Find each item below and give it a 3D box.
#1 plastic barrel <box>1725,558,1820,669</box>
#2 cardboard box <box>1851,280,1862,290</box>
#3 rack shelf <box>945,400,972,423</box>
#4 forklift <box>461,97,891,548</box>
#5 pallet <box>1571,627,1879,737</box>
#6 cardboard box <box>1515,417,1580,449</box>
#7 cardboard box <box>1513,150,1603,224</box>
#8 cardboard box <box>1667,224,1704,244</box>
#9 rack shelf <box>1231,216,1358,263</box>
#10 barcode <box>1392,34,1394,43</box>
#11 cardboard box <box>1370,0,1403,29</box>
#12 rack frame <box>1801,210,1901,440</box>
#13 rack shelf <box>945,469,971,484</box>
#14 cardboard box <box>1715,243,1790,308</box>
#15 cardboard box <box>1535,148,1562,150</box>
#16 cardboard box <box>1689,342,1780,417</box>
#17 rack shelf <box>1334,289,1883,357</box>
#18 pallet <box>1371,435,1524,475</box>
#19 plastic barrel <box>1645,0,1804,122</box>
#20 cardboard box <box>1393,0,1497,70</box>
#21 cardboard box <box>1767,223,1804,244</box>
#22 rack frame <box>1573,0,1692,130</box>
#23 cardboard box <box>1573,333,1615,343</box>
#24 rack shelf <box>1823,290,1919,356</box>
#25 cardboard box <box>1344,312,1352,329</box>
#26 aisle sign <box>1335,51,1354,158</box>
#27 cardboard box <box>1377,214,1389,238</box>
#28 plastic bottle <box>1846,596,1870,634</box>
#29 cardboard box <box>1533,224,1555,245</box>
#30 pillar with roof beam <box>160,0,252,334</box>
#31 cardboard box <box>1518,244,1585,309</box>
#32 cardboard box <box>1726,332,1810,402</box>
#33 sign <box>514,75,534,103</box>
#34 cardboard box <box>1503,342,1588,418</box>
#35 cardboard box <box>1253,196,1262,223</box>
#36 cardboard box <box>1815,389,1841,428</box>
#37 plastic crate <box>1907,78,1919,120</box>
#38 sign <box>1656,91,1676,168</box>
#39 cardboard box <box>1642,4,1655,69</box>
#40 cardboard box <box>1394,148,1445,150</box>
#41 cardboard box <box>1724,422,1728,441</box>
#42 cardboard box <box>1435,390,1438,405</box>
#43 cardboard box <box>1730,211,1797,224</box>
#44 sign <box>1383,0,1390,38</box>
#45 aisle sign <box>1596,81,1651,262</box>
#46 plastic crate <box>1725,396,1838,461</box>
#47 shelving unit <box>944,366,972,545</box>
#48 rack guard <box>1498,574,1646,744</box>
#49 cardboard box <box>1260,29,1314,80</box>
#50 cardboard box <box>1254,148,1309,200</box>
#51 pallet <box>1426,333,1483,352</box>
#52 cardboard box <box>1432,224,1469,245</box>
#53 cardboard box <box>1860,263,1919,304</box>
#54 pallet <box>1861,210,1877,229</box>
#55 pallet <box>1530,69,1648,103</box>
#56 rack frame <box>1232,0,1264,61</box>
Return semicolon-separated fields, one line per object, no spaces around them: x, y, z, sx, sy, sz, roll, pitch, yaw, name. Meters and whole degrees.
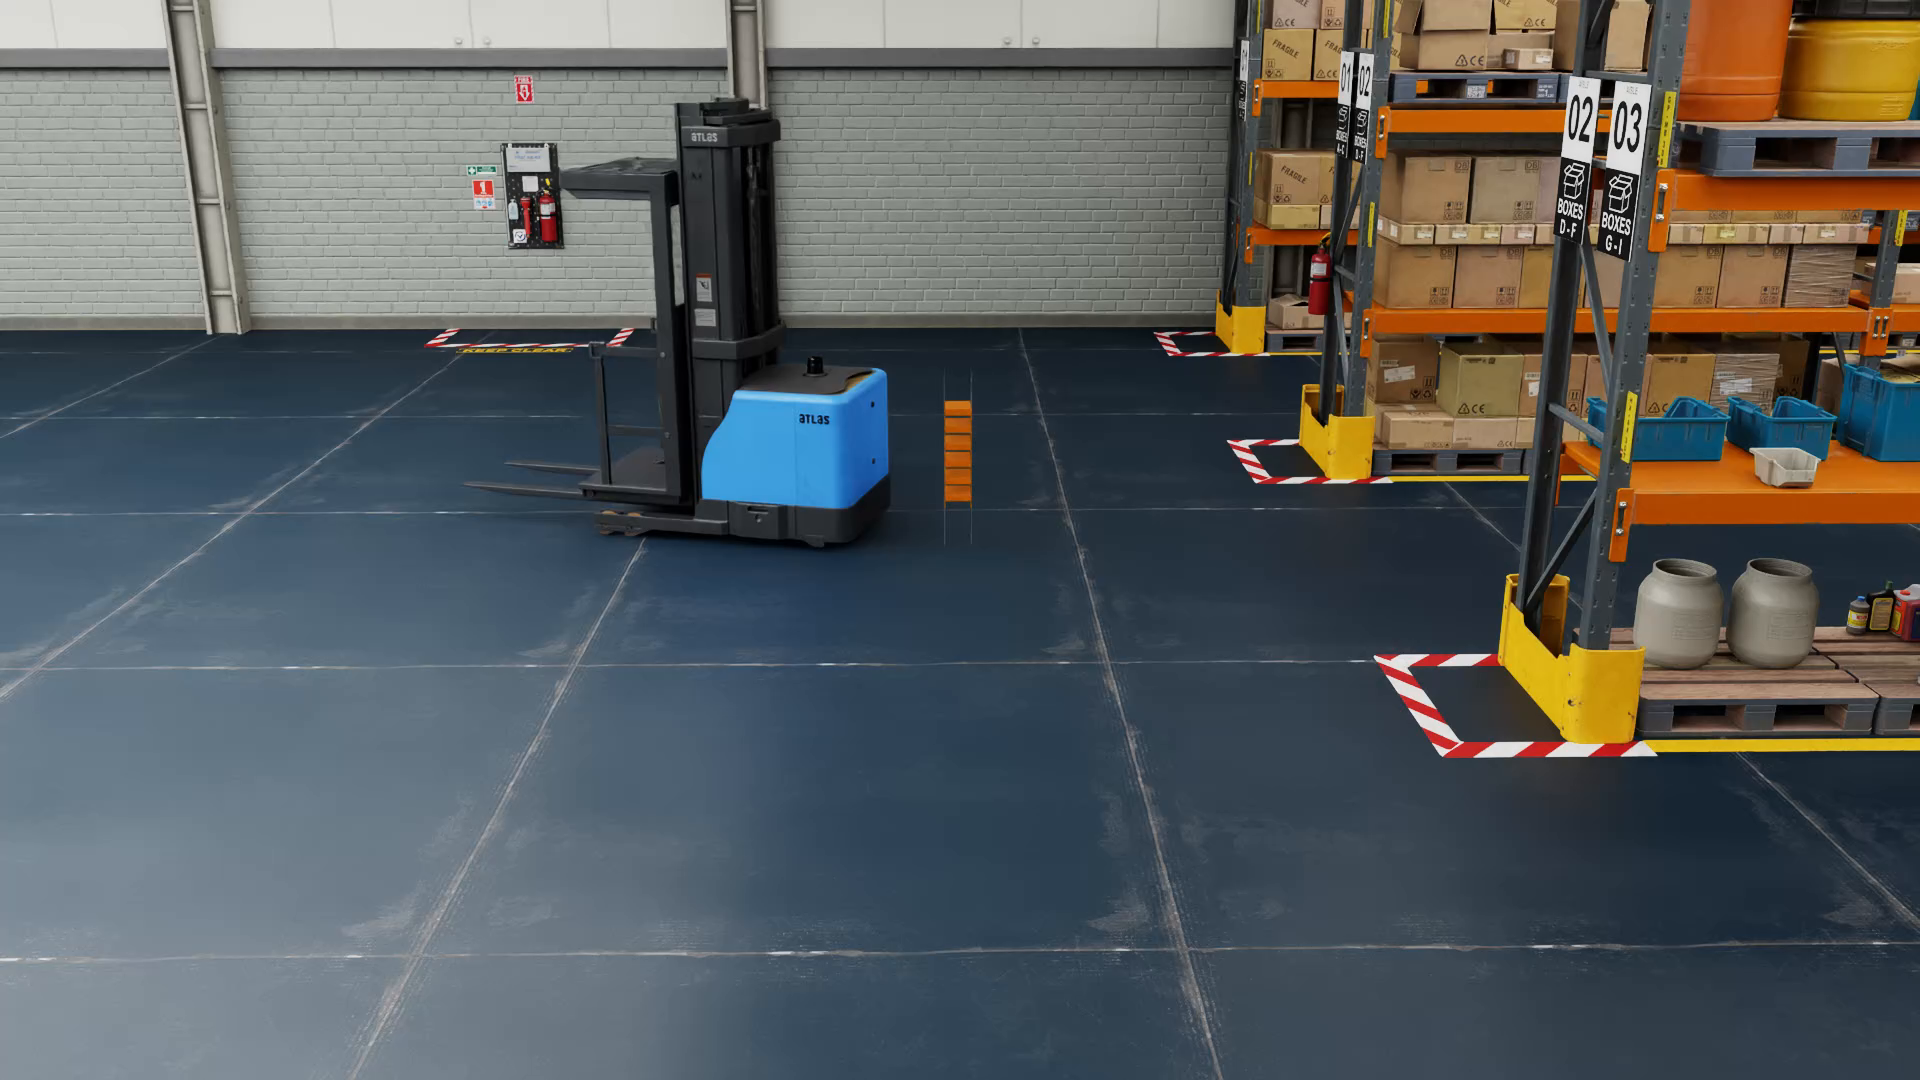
4.307;0.388;8.814;0.421;0.512;0.421;0;18;0;plastic barrel
9.755;-2.665;18.317;0.500;0.500;0.700;0;18;-1;cardboard box
-0.014;-0.872;11.268;0.180;0.103;0.258;0;18;-1;rack shelf
-2.079;-1.570;11.643;3.031;2.935;1.130;5;18;14;forklift
4.036;0.743;8.887;1.213;0.211;1.003;0;18;-1;pallet
4.614;-0.912;13.294;0.500;0.250;0.500;0;18;-1;cardboard box
4.624;-2.752;12.927;0.500;0.500;0.700;0;18;-1;cardboard box
5.536;-2.384;12.844;0.250;0.149;0.380;0;18;1;cardboard box
4.992;-3.261;17.980;4.000;0.370;1.077;0;18;-1;rack shelf
3.368;-3.934;13.041;0.075;0.075;0.001;0;18;-1;barcode
4.396;-5.476;16.963;0.500;0.500;0.500;0;18;1;cardboard box
7.074;-2.100;13.184;0.127;3.000;1.000;0;18;-1;rack frame
-0.014;-0.415;11.414;0.180;0.103;0.258;0;18;-1;rack shelf
6.103;-2.139;13.142;0.500;0.500;0.700;0;18;-1;cardboard box
6.518;-3.970;17.997;0.500;0.500;0.500;-1;18;-2;cardboard box
6.113;-1.280;13.214;0.500;0.500;0.500;0;18;-1;cardboard box
5.074;-1.748;13.264;4.000;0.370;1.077;0;18;-1;rack shelf
3.838;-0.770;13.601;1.213;0.211;1.003;0;18;-1;pallet
3.632;-2.442;7.948;0.708;0.830;0.600;0;18;-1;plastic barrel
3.649;-3.827;12.569;0.637;0.503;0.797;1;18;3;cardboard box
6.296;-2.387;12.853;0.250;0.149;0.380;-1;18;-2;cardboard box
3.149;-3.425;7.491;0.127;3.000;1.000;0;18;-1;rack frame
5.105;-1.433;13.692;0.500;0.500;0.500;0;18;-1;cardboard box
9.073;-1.767;13.324;4.000;0.370;1.077;0;18;-1;rack shelf
4.255;-2.502;18.117;0.500;0.311;0.500;1;18;4;cardboard box
3.004;-3.408;13.005;0.004;0.787;0.394;0;18;-1;aisle sign
3.453;-2.497;13.197;0.250;0.149;0.380;-1;18;-2;cardboard box
4.978;0.412;9.213;0.097;0.201;0.097;0;18;0;plastic bottle
4.502;-2.379;12.827;0.250;0.149;0.380;-1;18;-3;cardboard box
-8.252;-5.345;13.479;0.400;9.000;9.100;0;18;-1;pillar with roof beam
4.563;-2.132;13.118;0.500;0.500;0.700;0;18;0;cardboard box
6.605;-1.441;13.716;0.500;0.500;0.500;0;18;-1;cardboard box
-4.802;-4.966;18.324;0.199;0.298;0.001;0;18;-1;sign
4.613;-1.273;13.190;0.500;0.500;0.500;0;18;-1;cardboard box
3.457;-3.593;18.052;0.500;0.250;0.500;0;18;0;cardboard box
7.484;-1.081;13.822;0.500;0.250;0.500;0;18;-1;cardboard box
5.051;-2.090;8.267;0.575;0.384;0.392;0;18;-1;plastic crate
3.153;-1.833;7.424;0.005;0.325;0.100;0;18;-1;sign
5.425;-3.875;12.720;0.637;0.503;0.797;2;18;5;cardboard box
4.984;-3.962;17.972;0.500;0.500;0.500;0;18;0;cardboard box
6.113;-0.923;13.327;0.500;0.250;0.500;0;18;-1;cardboard box
4.105;-1.071;13.788;0.500;0.250;0.500;0;18;-1;cardboard box
6.125;-2.759;12.949;0.500;0.500;0.700;0;18;-1;cardboard box
3.077;-3.794;11.991;0.005;0.325;0.100;0;18;-1;sign
3.081;-1.716;7.731;0.004;0.787;0.394;0;18;-1;aisle sign
4.294;-0.592;8.727;0.408;0.251;0.499;0;18;-1;plastic crate
-0.014;-0.571;11.364;0.189;1.200;0.258;0;18;-1;shelving unit
3.224;0.607;8.835;0.348;0.500;1.175;0;18;-1;rack guard
3.331;-5.005;17.131;0.500;0.500;0.500;0;18;1;cardboard box
3.460;-3.956;17.955;0.500;0.500;0.500;0;18;-1;cardboard box
5.098;-2.265;18.261;1.213;0.211;1.003;0;18;-1;pallet
3.734;-2.376;12.817;0.250;0.149;0.380;-1;18;-2;cardboard box
7.565;-2.045;13.256;0.500;0.250;0.500;1;18;3;cardboard box
9.013;-3.519;17.921;1.213;0.211;1.003;0;18;-1;pallet
5.004;-3.469;12.686;1.213;0.211;1.003;0;18;-1;pallet
2.992;-6.450;16.924;0.127;3.000;1.000;0;18;-1;rack frame
